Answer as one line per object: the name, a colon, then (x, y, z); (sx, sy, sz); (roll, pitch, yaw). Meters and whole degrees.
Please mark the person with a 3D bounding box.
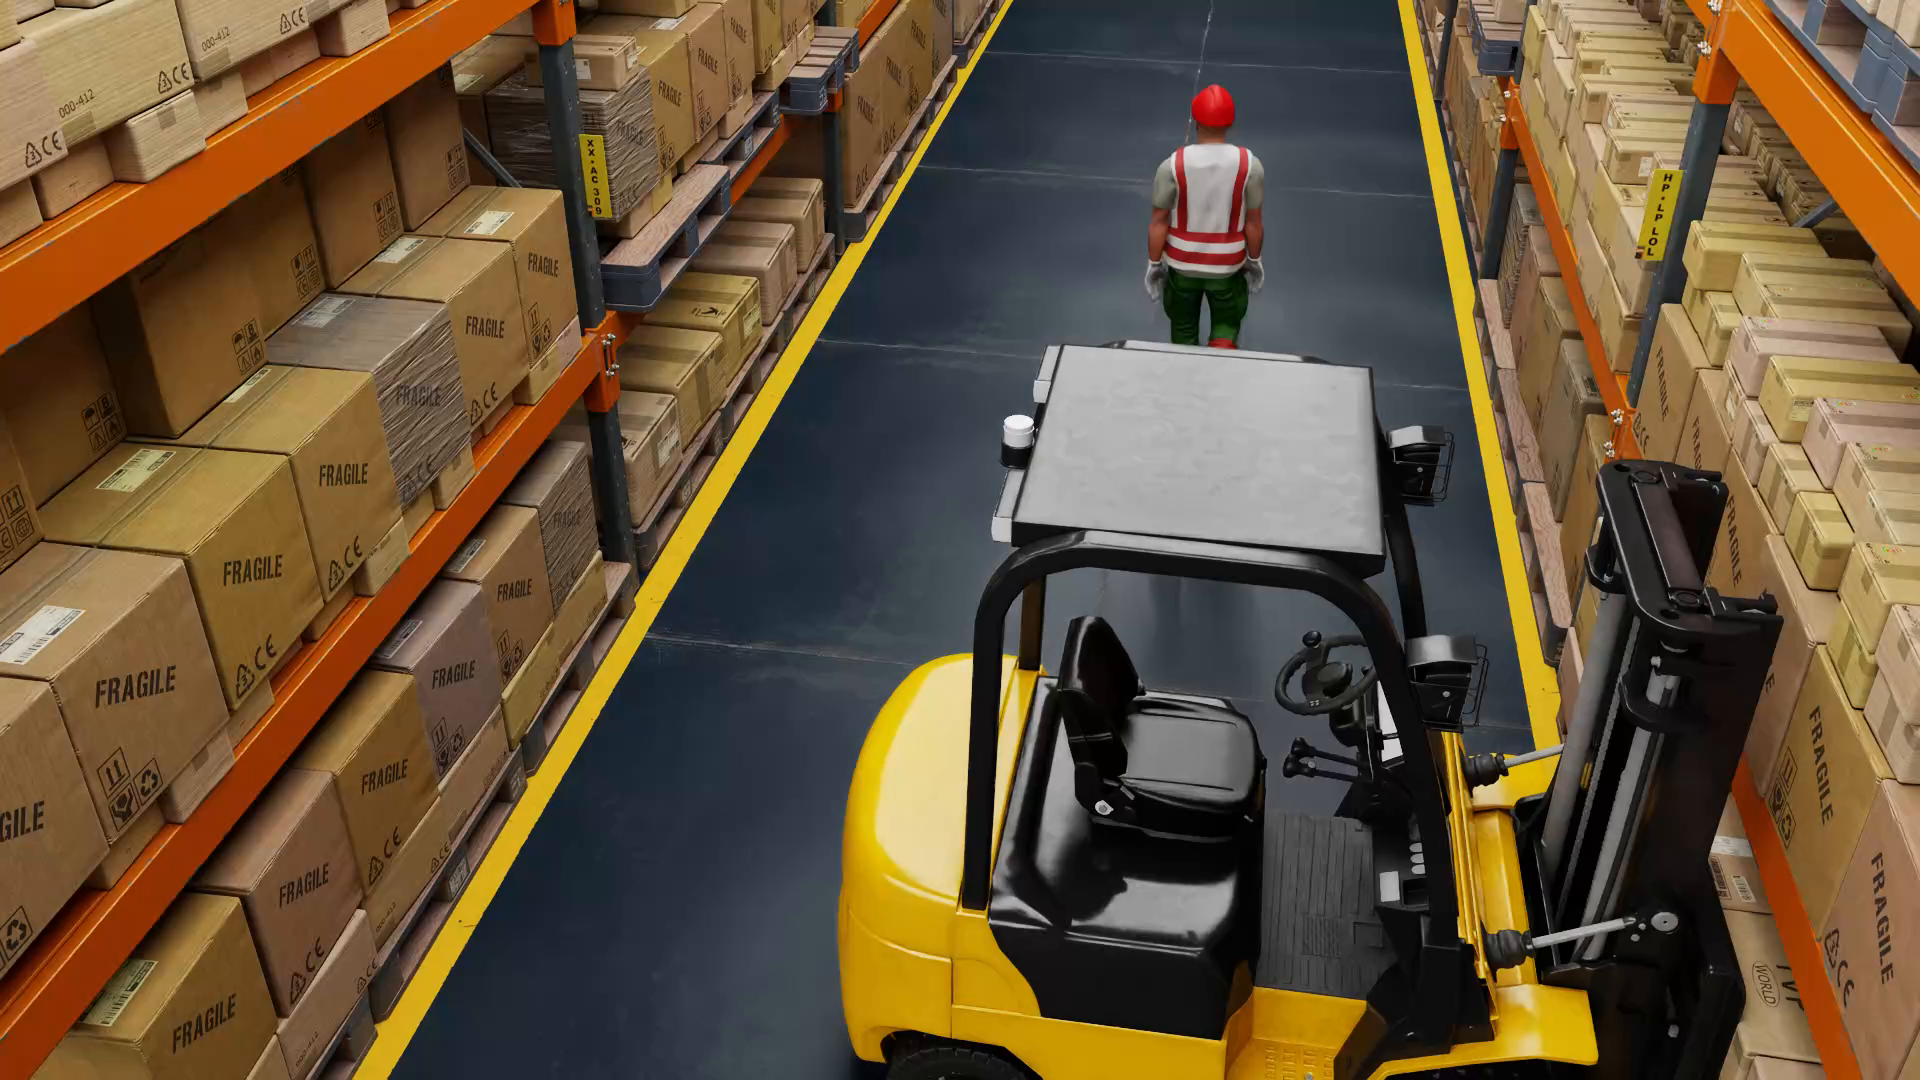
person: (1.216, -1.351, 8.223); (0.590, 1.778, 0.629); (3, 32, 5)
